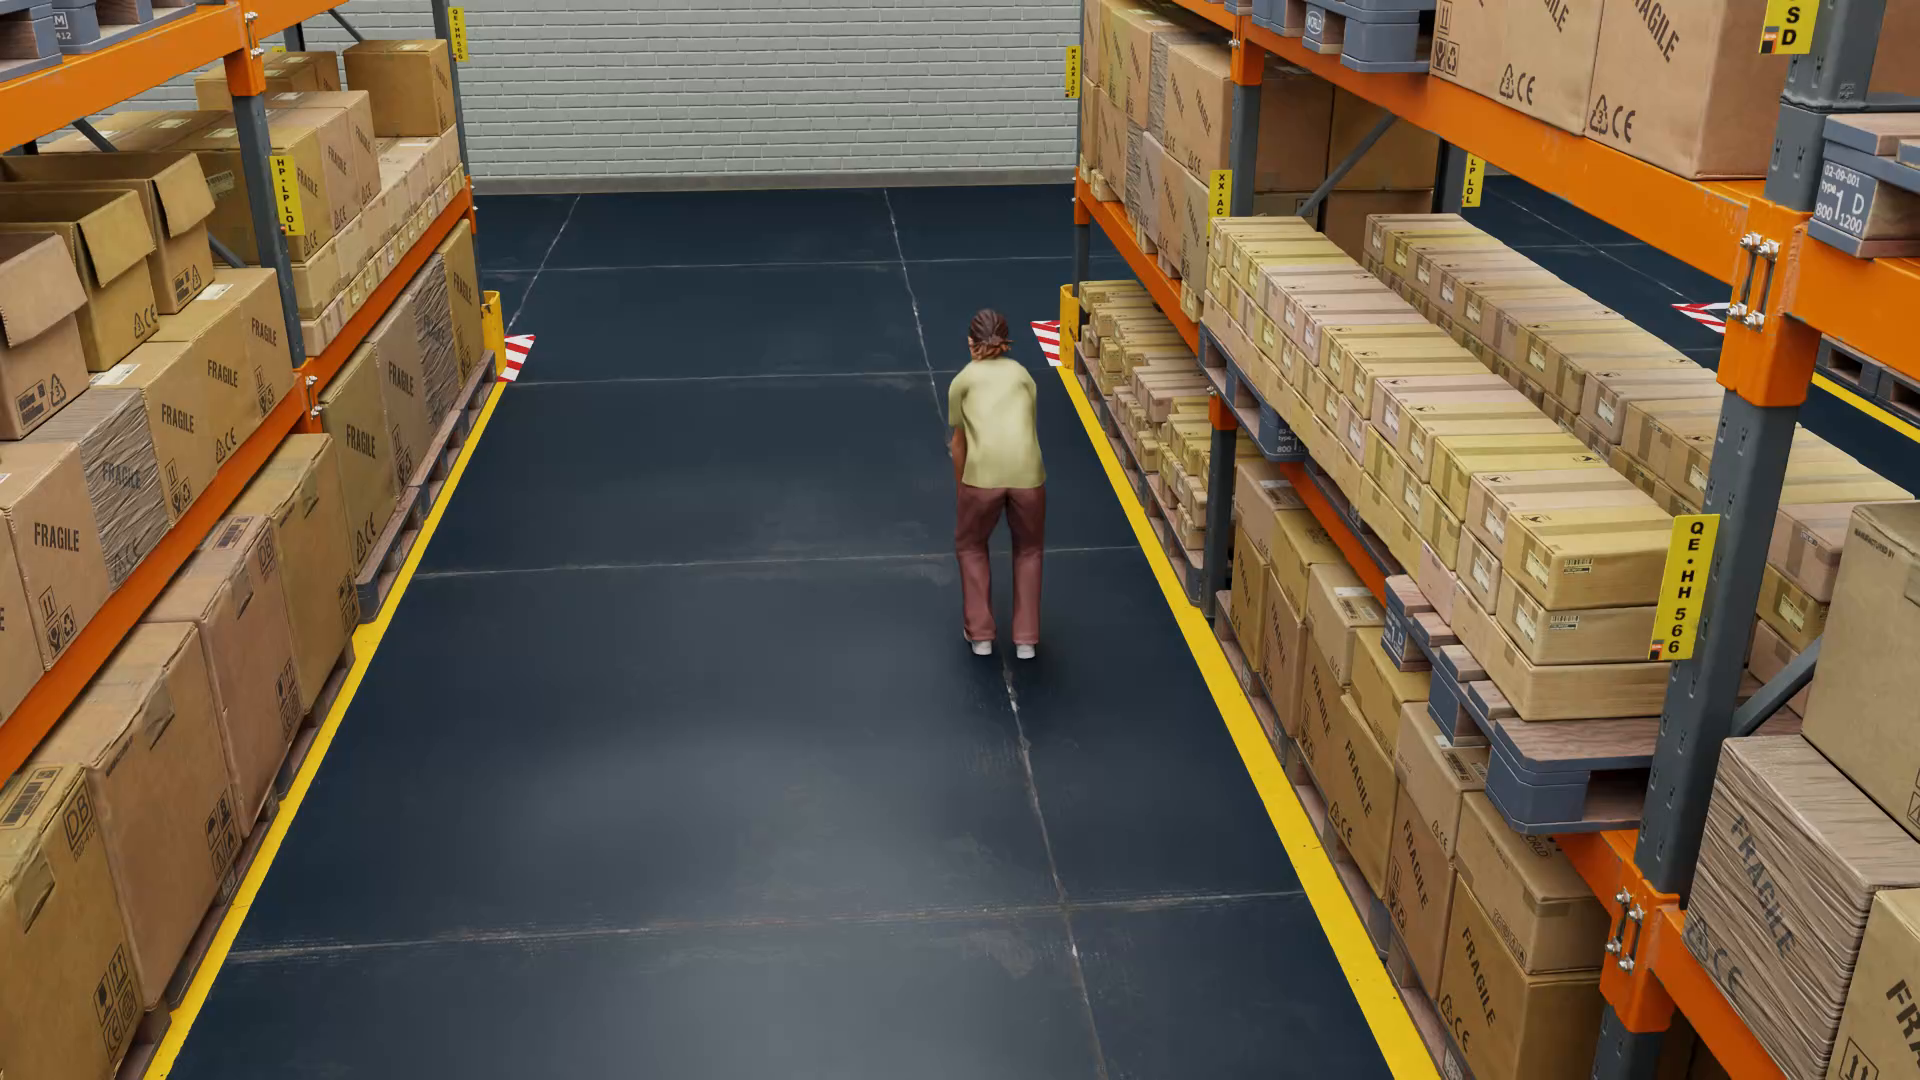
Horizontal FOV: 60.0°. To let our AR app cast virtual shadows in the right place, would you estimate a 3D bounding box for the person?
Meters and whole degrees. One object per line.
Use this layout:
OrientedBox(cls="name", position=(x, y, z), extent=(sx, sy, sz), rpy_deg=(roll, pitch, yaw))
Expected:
OrientedBox(cls="person", position=(0.159, -0.245, 7.394), extent=(0.414, 1.490, 0.684), rpy_deg=(-3, 24, -6))
